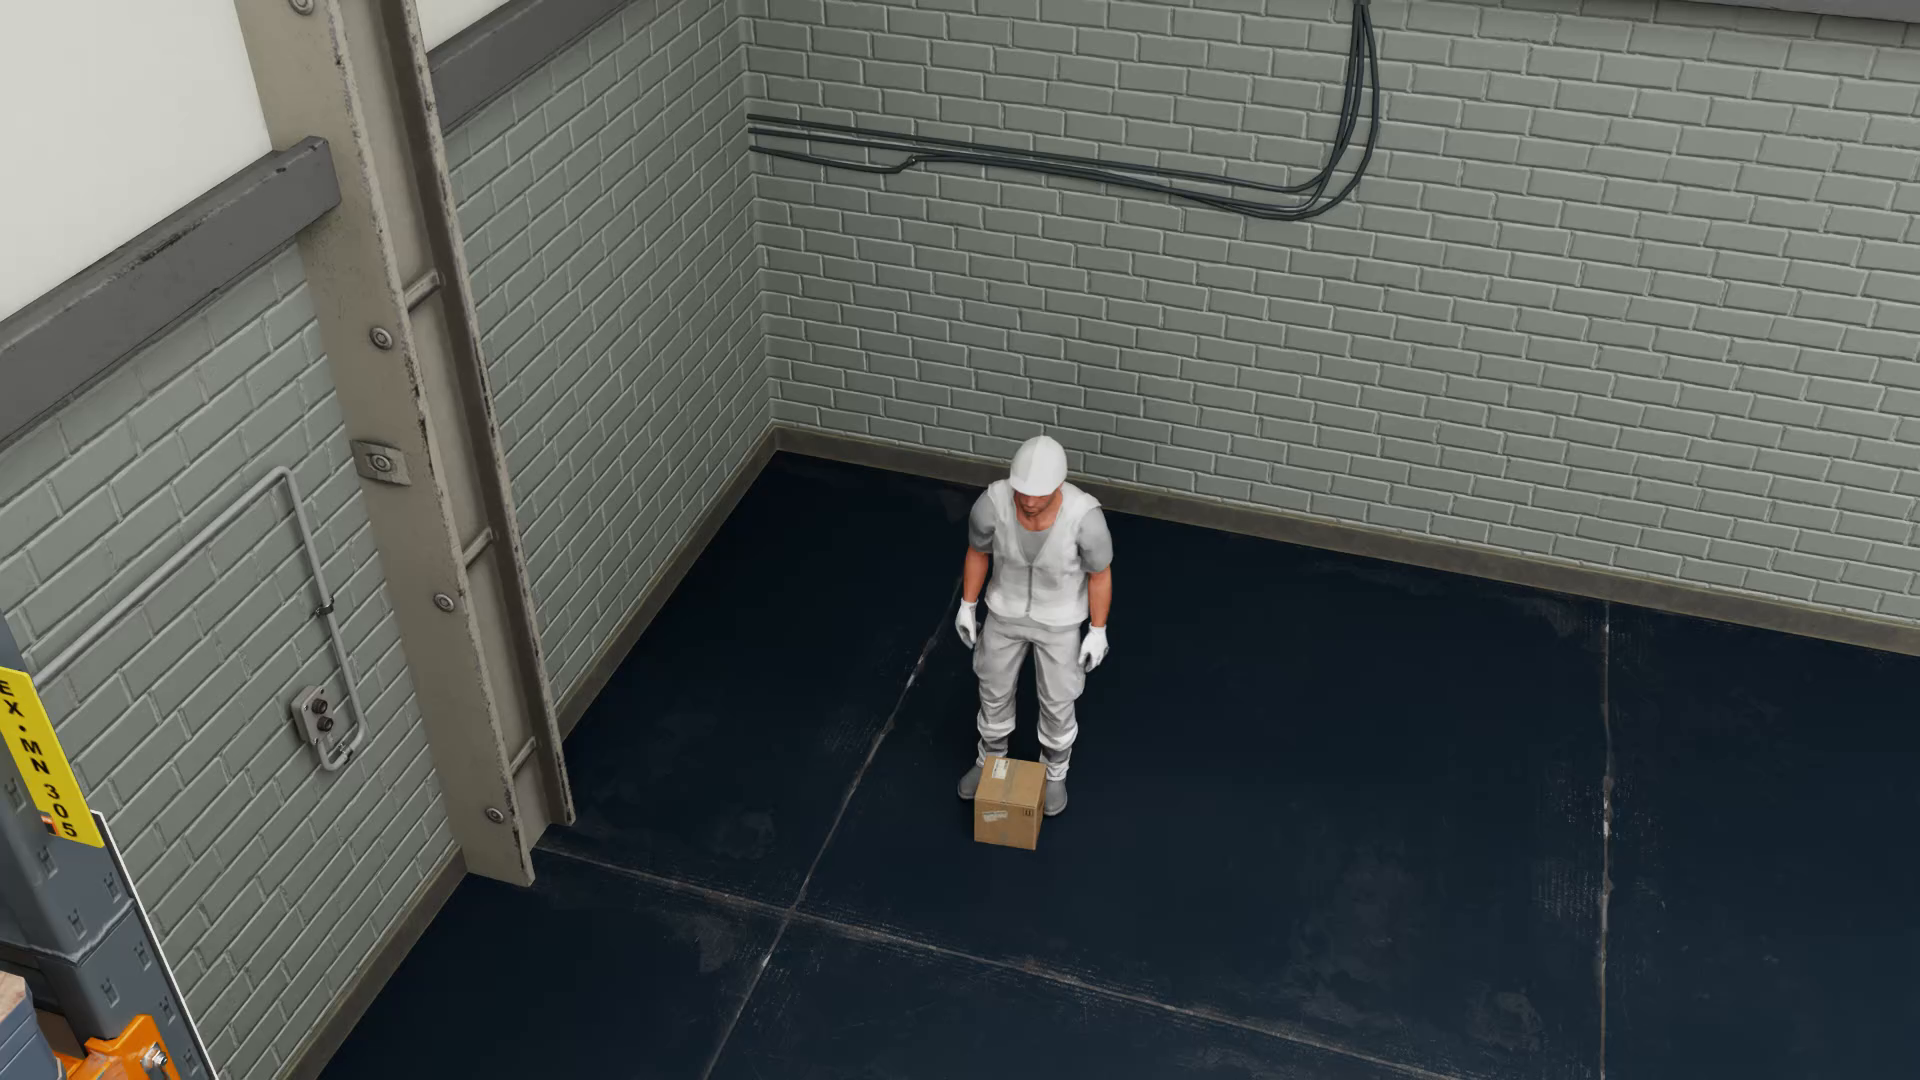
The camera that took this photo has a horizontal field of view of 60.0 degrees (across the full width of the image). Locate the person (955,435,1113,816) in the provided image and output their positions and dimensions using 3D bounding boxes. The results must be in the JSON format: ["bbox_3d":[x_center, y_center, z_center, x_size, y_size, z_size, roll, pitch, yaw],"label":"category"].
[{"bbox_3d":[0.280,0.324,6.445,0.611,1.779,0.455,10,38,13],"label":"person"}]
